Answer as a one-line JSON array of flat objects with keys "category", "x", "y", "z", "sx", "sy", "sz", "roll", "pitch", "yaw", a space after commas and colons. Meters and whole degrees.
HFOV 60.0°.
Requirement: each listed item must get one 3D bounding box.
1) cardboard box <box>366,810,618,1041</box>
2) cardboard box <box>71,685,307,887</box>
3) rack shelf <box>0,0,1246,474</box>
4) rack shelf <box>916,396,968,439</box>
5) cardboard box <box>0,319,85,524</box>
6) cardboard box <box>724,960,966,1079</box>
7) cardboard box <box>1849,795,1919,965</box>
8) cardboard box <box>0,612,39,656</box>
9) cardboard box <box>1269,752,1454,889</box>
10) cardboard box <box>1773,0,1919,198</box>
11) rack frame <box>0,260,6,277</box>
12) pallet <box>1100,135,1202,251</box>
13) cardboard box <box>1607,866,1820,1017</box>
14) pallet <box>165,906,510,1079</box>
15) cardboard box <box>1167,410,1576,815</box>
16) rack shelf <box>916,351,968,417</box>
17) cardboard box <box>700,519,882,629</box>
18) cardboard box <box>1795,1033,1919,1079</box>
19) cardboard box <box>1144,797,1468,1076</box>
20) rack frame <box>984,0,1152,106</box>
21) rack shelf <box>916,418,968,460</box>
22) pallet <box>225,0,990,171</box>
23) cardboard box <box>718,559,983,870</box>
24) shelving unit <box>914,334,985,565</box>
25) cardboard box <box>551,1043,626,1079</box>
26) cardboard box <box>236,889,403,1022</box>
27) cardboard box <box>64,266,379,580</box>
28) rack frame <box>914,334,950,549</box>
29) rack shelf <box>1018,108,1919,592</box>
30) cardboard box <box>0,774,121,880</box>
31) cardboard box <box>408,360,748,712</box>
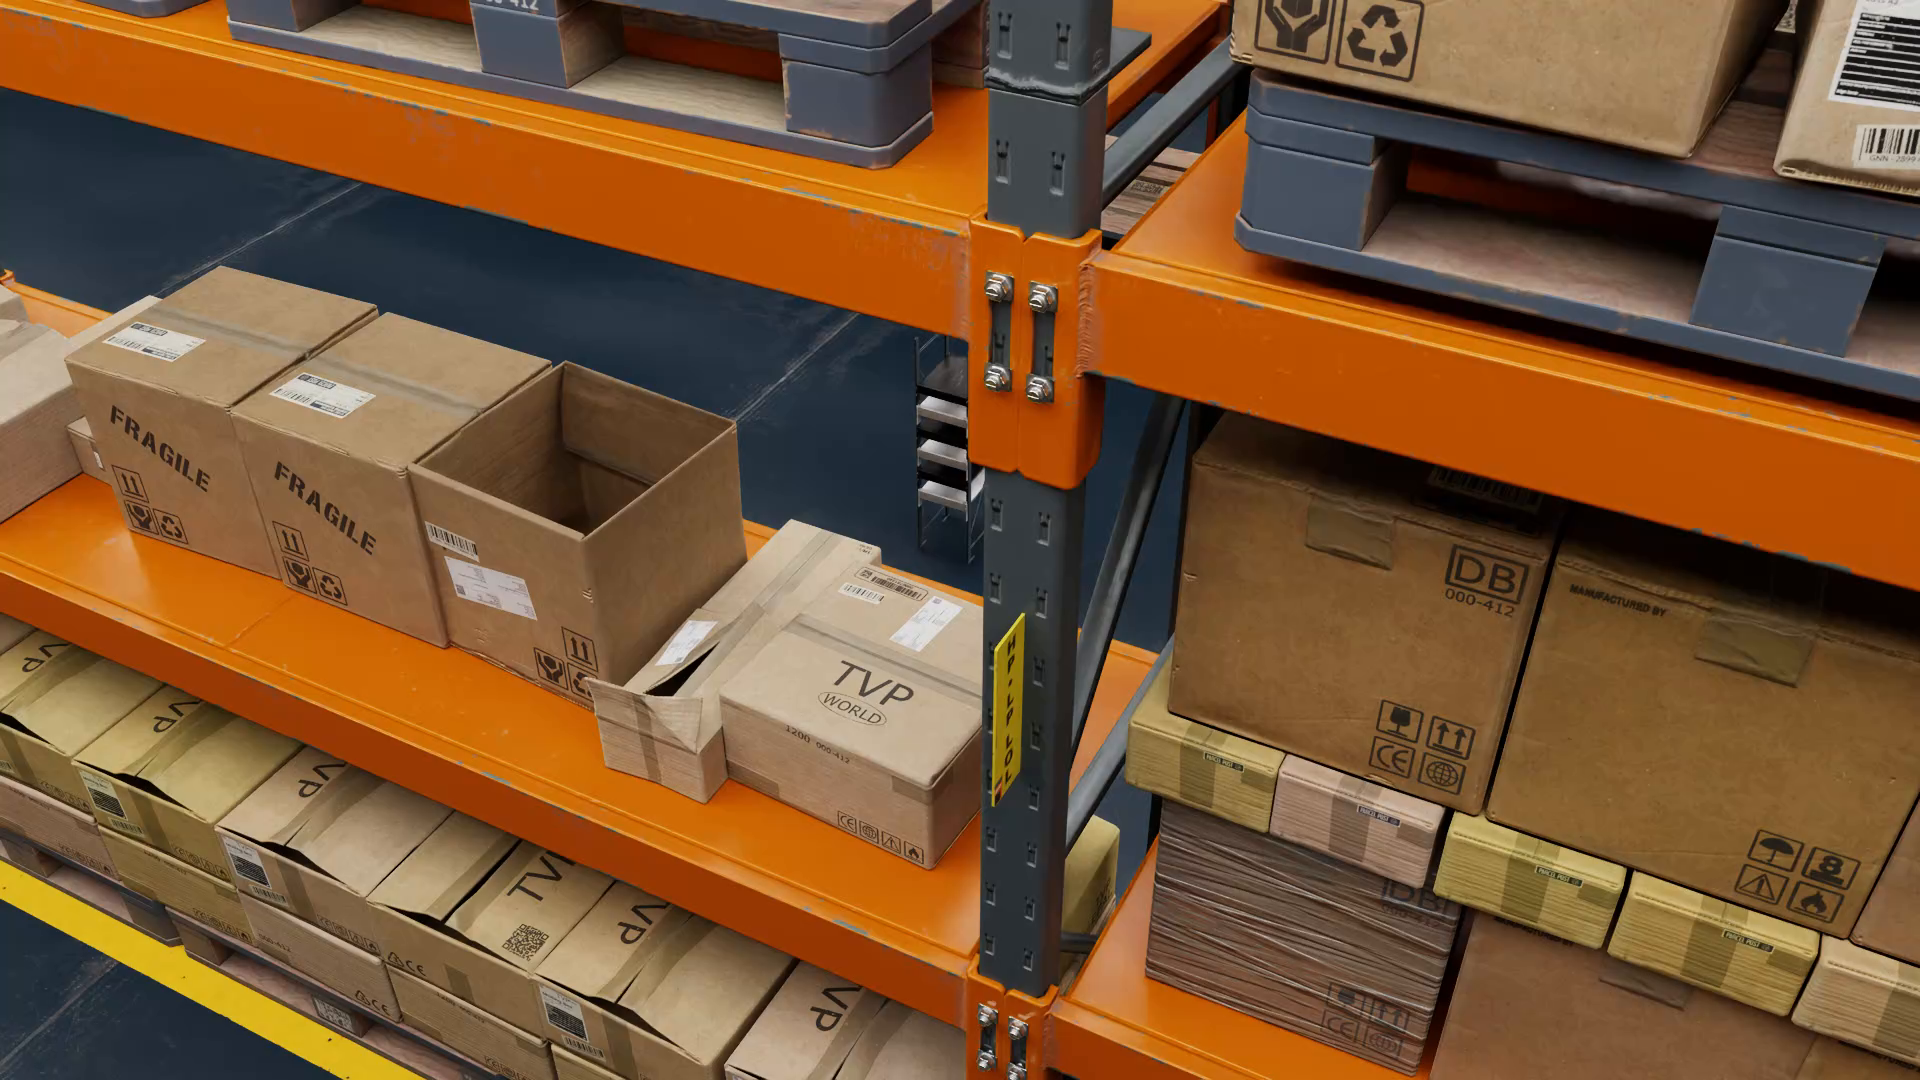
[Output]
[{"category": "cardboard box", "x": -1.083, "y": 0.862, "z": 4.097, "sx": 0.500, "sy": 0.311, "sz": 0.500, "roll": 17, "pitch": 40, "yaw": 21}, {"category": "cardboard box", "x": -1.984, "y": 0.577, "z": 4.472, "sx": 0.500, "sy": 0.311, "sz": 0.500, "roll": 16, "pitch": 40, "yaw": 20}, {"category": "rack shelf", "x": -1.460, "y": -1.067, "z": 3.289, "sx": 4.000, "sy": 0.370, "sz": 1.077, "roll": 17, "pitch": 41, "yaw": 21}, {"category": "rack shelf", "x": -0.007, "y": -0.478, "z": 5.892, "sx": 0.200, "sy": 0.077, "sz": 0.258, "roll": 17, "pitch": 41, "yaw": 21}, {"category": "cardboard box", "x": -2.531, "y": -0.327, "z": 4.274, "sx": 0.500, "sy": 0.311, "sz": 0.500, "roll": 17, "pitch": 40, "yaw": 21}, {"category": "cardboard box", "x": -0.176, "y": 1.143, "z": 3.726, "sx": 0.500, "sy": 0.311, "sz": 0.500, "roll": 17, "pitch": 41, "yaw": 21}, {"category": "cardboard box", "x": 1.606, "y": 0.240, "z": 2.297, "sx": 0.500, "sy": 0.500, "sz": 0.700, "roll": 17, "pitch": 41, "yaw": 21}, {"category": "cardboard box", "x": -2.906, "y": 0.293, "z": 4.846, "sx": 0.500, "sy": 0.311, "sz": 0.500, "roll": 19, "pitch": 41, "yaw": 23}, {"category": "cardboard box", "x": 0.688, "y": 0.347, "z": 2.692, "sx": 0.250, "sy": 0.149, "sz": 0.380, "roll": 18, "pitch": 41, "yaw": 22}, {"category": "cardboard box", "x": 1.121, "y": -0.553, "z": 1.628, "sx": 0.500, "sy": 0.311, "sz": 0.500, "roll": 15, "pitch": 40, "yaw": 19}, {"category": "rack frame", "x": -3.236, "y": -0.715, "z": 4.711, "sx": 0.127, "sy": 3.000, "sz": 1.000, "roll": 17, "pitch": 41, "yaw": 21}, {"category": "pallet", "x": 0.794, "y": -1.687, "z": 8.297, "sx": 1.213, "sy": 0.211, "sz": 1.003, "roll": 17, "pitch": 41, "yaw": 21}, {"category": "cardboard box", "x": 1.151, "y": 0.490, "z": 2.504, "sx": 0.250, "sy": 0.149, "sz": 0.380, "roll": 17, "pitch": 40, "yaw": 21}, {"category": "pallet", "x": -1.444, "y": 0.985, "z": 4.777, "sx": 1.213, "sy": 0.211, "sz": 1.003, "roll": 17, "pitch": 41, "yaw": 21}, {"category": "cardboard box", "x": 0.712, "y": -0.039, "z": 2.665, "sx": 0.500, "sy": 0.500, "sz": 0.700, "roll": 18, "pitch": 41, "yaw": 22}, {"category": "rack shelf", "x": -0.007, "y": -0.549, "z": 5.838, "sx": 0.200, "sy": 0.077, "sz": 0.258, "roll": 17, "pitch": 41, "yaw": 21}, {"category": "cardboard box", "x": -0.377, "y": 0.141, "z": 3.791, "sx": 0.250, "sy": 0.149, "sz": 0.380, "roll": 17, "pitch": 41, "yaw": 21}, {"category": "cardboard box", "x": 1.627, "y": 0.762, "z": 2.682, "sx": 0.500, "sy": 0.500, "sz": 0.700, "roll": 18, "pitch": 41, "yaw": 22}, {"category": "cardboard box", "x": 0.712, "y": 0.477, "z": 3.058, "sx": 0.500, "sy": 0.500, "sz": 0.700, "roll": 16, "pitch": 40, "yaw": 20}, {"category": "rack frame", "x": 0.315, "y": -1.992, "z": 1.432, "sx": 0.127, "sy": 3.000, "sz": 1.000, "roll": 17, "pitch": 41, "yaw": 21}, {"category": "rack shelf", "x": -0.007, "y": -0.406, "z": 5.947, "sx": 0.200, "sy": 0.077, "sz": 0.258, "roll": 17, "pitch": 41, "yaw": 21}, {"category": "pallet", "x": -0.474, "y": -0.960, "z": 2.711, "sx": 1.217, "sy": 0.209, "sz": 0.805, "roll": 16, "pitch": 40, "yaw": 20}, {"category": "cardboard box", "x": -0.142, "y": 0.343, "z": 3.441, "sx": 0.500, "sy": 0.250, "sz": 0.500, "roll": 20, "pitch": 42, "yaw": 24}, {"category": "shelving unit", "x": -0.007, "y": -0.361, "z": 5.981, "sx": 0.210, "sy": 0.900, "sz": 0.258, "roll": 17, "pitch": 41, "yaw": 21}, {"category": "cardboard box", "x": -0.634, "y": 1.224, "z": 4.084, "sx": 0.500, "sy": 0.250, "sz": 0.500, "roll": 17, "pitch": 40, "yaw": 21}, {"category": "cardboard box", "x": -1.540, "y": 0.939, "z": 4.458, "sx": 0.500, "sy": 0.250, "sz": 0.500, "roll": 18, "pitch": 41, "yaw": 22}, {"category": "cardboard box", "x": -1.739, "y": -0.297, "z": 4.078, "sx": 0.500, "sy": 0.500, "sz": 0.500, "roll": 15, "pitch": 40, "yaw": 19}, {"category": "rack frame", "x": -0.097, "y": -0.389, "z": 6.018, "sx": 0.006, "sy": 0.900, "sz": 0.240, "roll": 17, "pitch": 41, "yaw": 21}, {"category": "rack shelf", "x": 2.091, "y": 0.045, "z": 1.824, "sx": 4.000, "sy": 0.370, "sz": 1.077, "roll": 17, "pitch": 41, "yaw": 21}, {"category": "cardboard box", "x": -2.460, "y": 0.655, "z": 4.833, "sx": 0.500, "sy": 0.250, "sz": 0.500, "roll": 16, "pitch": 40, "yaw": 20}, {"category": "cardboard box", "x": -0.827, "y": -0.012, "z": 3.702, "sx": 0.500, "sy": 0.500, "sz": 0.500, "roll": 20, "pitch": 42, "yaw": 25}]
